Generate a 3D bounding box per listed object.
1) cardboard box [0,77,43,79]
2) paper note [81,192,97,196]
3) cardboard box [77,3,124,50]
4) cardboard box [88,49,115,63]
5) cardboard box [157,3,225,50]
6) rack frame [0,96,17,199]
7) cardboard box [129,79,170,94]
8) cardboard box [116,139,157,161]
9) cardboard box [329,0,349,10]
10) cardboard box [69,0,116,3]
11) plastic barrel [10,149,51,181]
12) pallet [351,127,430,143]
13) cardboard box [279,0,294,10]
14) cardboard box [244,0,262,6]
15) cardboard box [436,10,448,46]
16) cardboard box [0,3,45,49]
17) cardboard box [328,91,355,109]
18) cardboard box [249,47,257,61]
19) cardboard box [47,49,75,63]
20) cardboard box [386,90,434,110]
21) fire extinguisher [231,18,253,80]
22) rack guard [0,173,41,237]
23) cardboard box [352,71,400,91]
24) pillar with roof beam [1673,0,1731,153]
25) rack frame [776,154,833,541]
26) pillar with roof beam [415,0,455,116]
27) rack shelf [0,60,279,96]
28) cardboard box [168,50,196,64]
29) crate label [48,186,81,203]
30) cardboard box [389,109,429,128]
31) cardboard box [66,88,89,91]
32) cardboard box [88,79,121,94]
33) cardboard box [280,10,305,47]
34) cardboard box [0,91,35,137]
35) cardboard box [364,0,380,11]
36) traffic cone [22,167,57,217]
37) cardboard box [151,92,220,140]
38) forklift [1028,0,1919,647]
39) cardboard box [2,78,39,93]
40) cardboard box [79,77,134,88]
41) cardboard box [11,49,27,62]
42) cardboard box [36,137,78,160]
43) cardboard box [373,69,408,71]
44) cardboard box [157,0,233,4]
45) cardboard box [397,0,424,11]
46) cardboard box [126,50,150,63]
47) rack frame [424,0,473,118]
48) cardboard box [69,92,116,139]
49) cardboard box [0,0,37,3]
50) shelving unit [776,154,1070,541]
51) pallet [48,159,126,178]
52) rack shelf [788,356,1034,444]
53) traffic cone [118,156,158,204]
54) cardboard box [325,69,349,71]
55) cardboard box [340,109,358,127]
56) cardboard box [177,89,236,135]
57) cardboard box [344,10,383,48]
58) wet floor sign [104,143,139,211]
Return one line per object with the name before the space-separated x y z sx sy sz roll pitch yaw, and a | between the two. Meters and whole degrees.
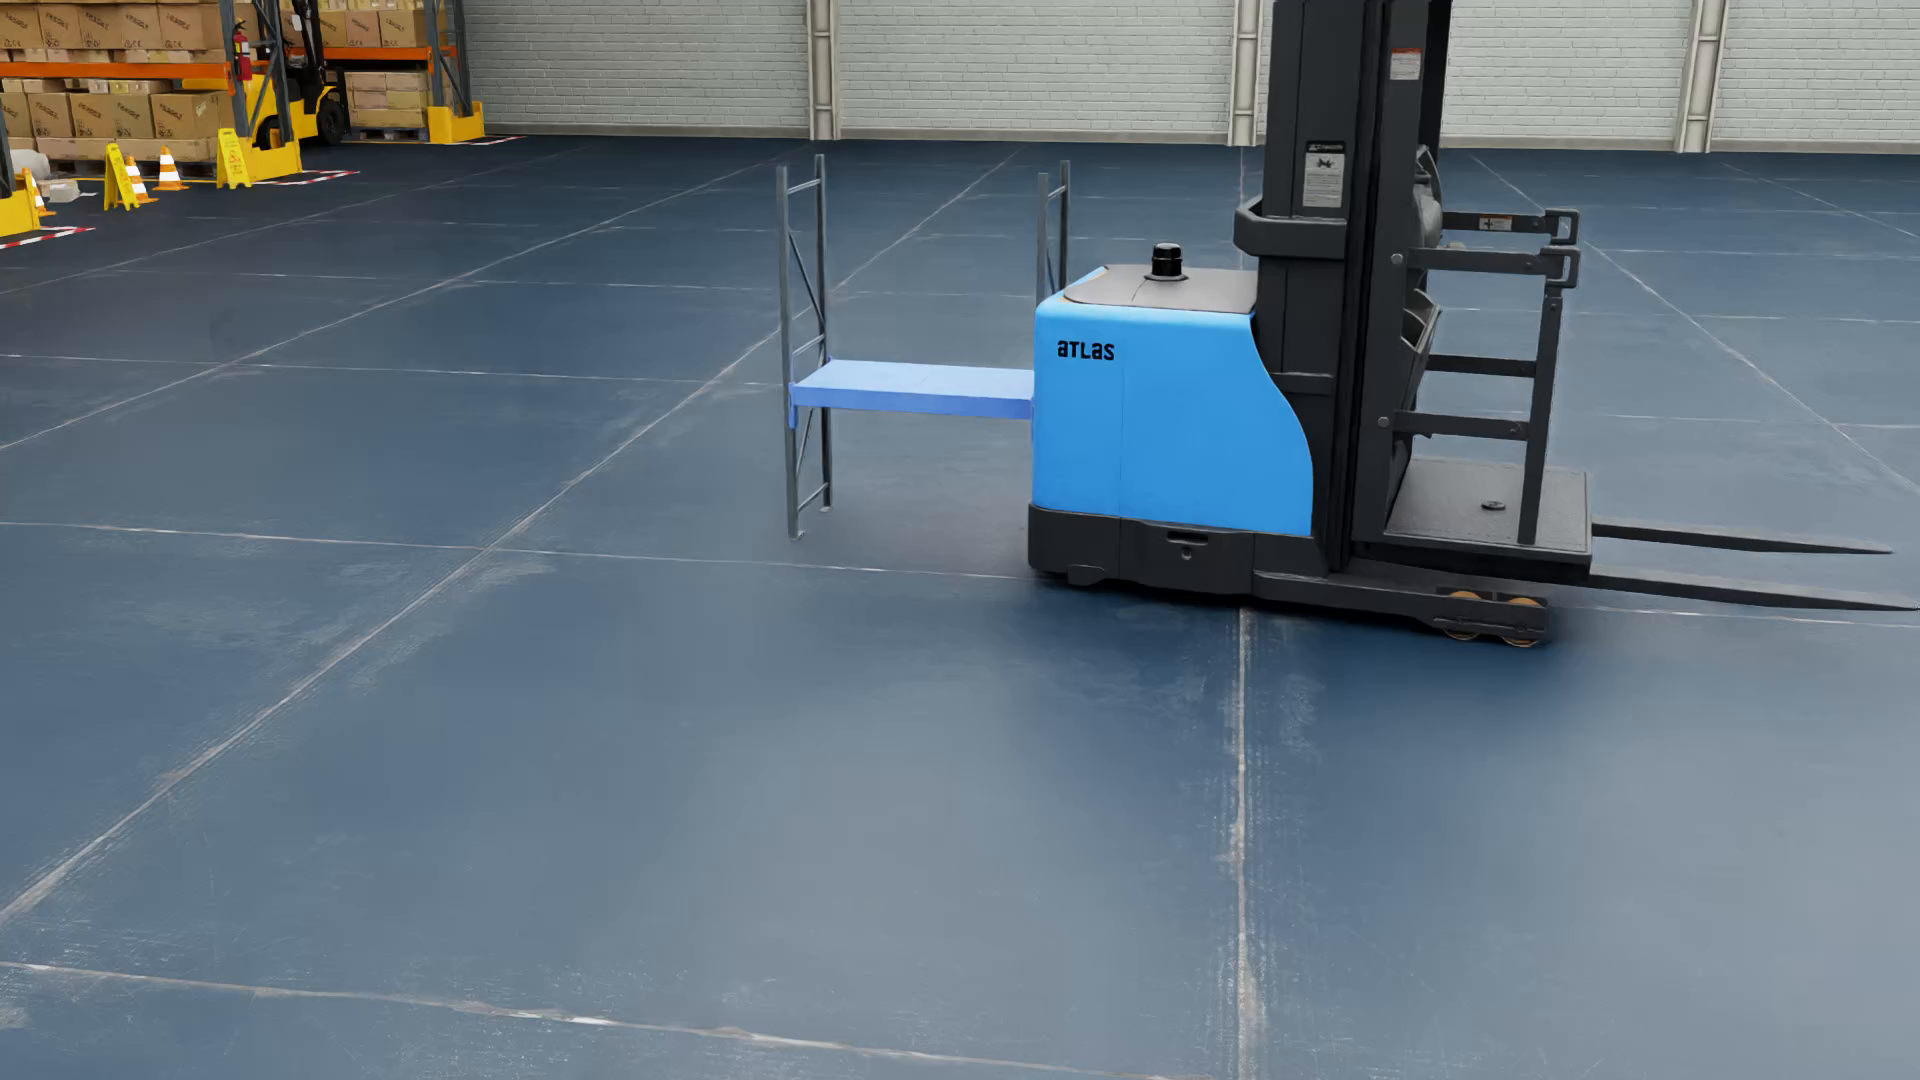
cardboard box | -13.980 -6.669 25.089 0.625 0.625 0.875 4 19 10
paper note | -9.374 -3.721 17.875 0.142 0.019 0.148 -3 19 -10
cardboard box | -9.691 -5.887 19.044 0.500 0.500 0.500 3 19 8
cardboard box | -9.802 -5.580 19.148 0.250 0.149 0.380 3 19 8
cardboard box | -8.704 -5.834 18.886 0.500 0.500 0.500 3 19 8
rack frame | -8.810 -4.149 14.475 0.127 3.000 1.000 3 19 9
cardboard box | -9.330 -5.219 19.141 0.250 0.149 0.380 3 19 10
cardboard box | -9.476 -4.585 19.450 0.500 0.250 0.500 3 19 9
cardboard box | -8.745 -7.595 23.595 0.250 0.149 0.380 2 19 7
cardboard box | -9.682 -6.346 18.839 0.500 0.500 0.700 3 19 8
plastic barrel | -10.404 -4.112 18.427 0.512 0.421 0.421 -15 24 -38
pallet | -8.103 -5.963 24.291 1.213 0.211 1.003 3 19 9
cardboard box | -9.494 -7.634 23.711 0.250 0.149 0.380 3 19 8
cardboard box | -10.009 -7.651 23.764 0.250 0.149 0.380 3 19 8
cardboard box | -7.786 -7.419 24.092 0.500 0.500 0.500 4 19 10
cardboard box | -10.691 -5.938 19.195 0.500 0.500 0.500 3 19 8
cardboard box | -8.878 -6.367 23.988 0.500 0.250 0.500 2 19 7
cardboard box | -8.427 -5.667 19.410 0.250 0.149 0.380 3 19 9
cardboard box | -10.299 -5.599 19.206 0.250 0.149 0.380 3 19 8
cardboard box | -7.871 -6.319 23.844 0.500 0.250 0.500 3 19 8
fire extinguisher | -8.085 -5.518 18.689 0.183 0.674 0.296 3 19 9
rack guard | -8.786 -2.962 14.868 0.348 0.500 1.175 3 19 9
cardboard box | -8.350 -6.579 23.833 0.500 0.250 0.500 3 19 10
pillar with roof beam | 9.204 -8.168 17.032 0.400 9.000 9.100 3 19 9
rack frame | -0.627 -0.785 6.784 0.032 1.500 0.500 4 19 13
pillar with roof beam | -8.568 -9.074 19.739 0.400 9.000 9.100 3 19 9
rack shelf | -10.099 -5.464 19.540 4.000 0.370 1.077 3 19 9
cardboard box | -8.795 -5.515 18.955 0.250 0.149 0.380 3 19 8
crate label | -9.380 -3.620 17.406 0.298 0.136 0.250 -7 20 -20
cardboard box | -7.855 -6.080 23.918 0.500 0.250 0.500 3 19 9
cardboard box | -10.441 -5.161 19.989 0.500 0.500 0.500 4 19 12
cardboard box | -9.838 -5.247 19.223 0.250 0.149 0.380 4 19 11
cardboard box | -9.383 -7.326 23.814 0.500 0.500 0.500 3 19 9
cardboard box | -11.004 -5.019 19.566 0.500 0.500 0.500 4 19 11
cardboard box | -8.231 -7.580 23.551 0.250 0.149 0.380 3 19 10
traffic cone | -9.109 -3.417 16.287 0.334 0.463 0.336 3 19 9
cardboard box | -8.957 -4.914 19.252 0.500 0.500 0.500 3 19 9
forklift | 1.831 -1.212 5.807 3.031 2.935 1.130 6 20 18
cardboard box | -10.913 -5.300 19.382 0.250 0.149 0.380 4 19 11
cardboard box | -12.572 -6.598 24.877 0.625 0.625 0.875 3 19 8
cardboard box | -10.782 -5.643 19.337 0.250 0.149 0.380 3 19 8
cardboard box | -10.481 -4.638 19.608 0.500 0.250 0.500 3 19 8
cardboard box | -8.279 -6.737 24.305 0.500 0.250 0.500 3 19 9
cardboard box | -8.664 -6.325 18.776 0.500 0.500 0.700 2 19 7
cardboard box | -7.728 -7.545 23.444 0.250 0.149 0.380 3 19 9
cardboard box | -9.304 -5.538 19.024 0.250 0.149 0.380 3 19 10
rack frame | -7.341 -7.260 23.773 0.127 3.000 1.000 3 19 9
cardboard box | -9.970 -4.967 19.410 0.500 0.500 0.500 2 19 7
cardboard box | -10.682 -6.412 19.038 0.500 0.500 0.700 3 19 7
shelving unit | -0.134 -0.746 6.669 1.048 1.500 0.538 4 19 13
pallet | -10.197 -4.500 19.920 1.213 0.211 1.003 3 19 9
rack shelf | -0.134 -0.575 6.726 1.000 0.185 0.538 4 19 13
traffic cone | -8.594 -3.754 17.294 0.334 0.463 0.336 3 19 9
cardboard box | -9.276 -6.793 24.474 0.500 0.250 0.500 3 19 8
cardboard box | -8.837 -6.136 24.085 0.500 0.250 0.500 3 19 9
cardboard box | -8.901 -5.084 19.759 0.500 0.500 0.500 2 19 7
cardboard box | -8.379 -7.279 23.672 0.500 0.500 0.500 4 19 10
wet floor sign | -8.467 -3.651 16.698 0.232 0.644 0.267 0 19 -1
